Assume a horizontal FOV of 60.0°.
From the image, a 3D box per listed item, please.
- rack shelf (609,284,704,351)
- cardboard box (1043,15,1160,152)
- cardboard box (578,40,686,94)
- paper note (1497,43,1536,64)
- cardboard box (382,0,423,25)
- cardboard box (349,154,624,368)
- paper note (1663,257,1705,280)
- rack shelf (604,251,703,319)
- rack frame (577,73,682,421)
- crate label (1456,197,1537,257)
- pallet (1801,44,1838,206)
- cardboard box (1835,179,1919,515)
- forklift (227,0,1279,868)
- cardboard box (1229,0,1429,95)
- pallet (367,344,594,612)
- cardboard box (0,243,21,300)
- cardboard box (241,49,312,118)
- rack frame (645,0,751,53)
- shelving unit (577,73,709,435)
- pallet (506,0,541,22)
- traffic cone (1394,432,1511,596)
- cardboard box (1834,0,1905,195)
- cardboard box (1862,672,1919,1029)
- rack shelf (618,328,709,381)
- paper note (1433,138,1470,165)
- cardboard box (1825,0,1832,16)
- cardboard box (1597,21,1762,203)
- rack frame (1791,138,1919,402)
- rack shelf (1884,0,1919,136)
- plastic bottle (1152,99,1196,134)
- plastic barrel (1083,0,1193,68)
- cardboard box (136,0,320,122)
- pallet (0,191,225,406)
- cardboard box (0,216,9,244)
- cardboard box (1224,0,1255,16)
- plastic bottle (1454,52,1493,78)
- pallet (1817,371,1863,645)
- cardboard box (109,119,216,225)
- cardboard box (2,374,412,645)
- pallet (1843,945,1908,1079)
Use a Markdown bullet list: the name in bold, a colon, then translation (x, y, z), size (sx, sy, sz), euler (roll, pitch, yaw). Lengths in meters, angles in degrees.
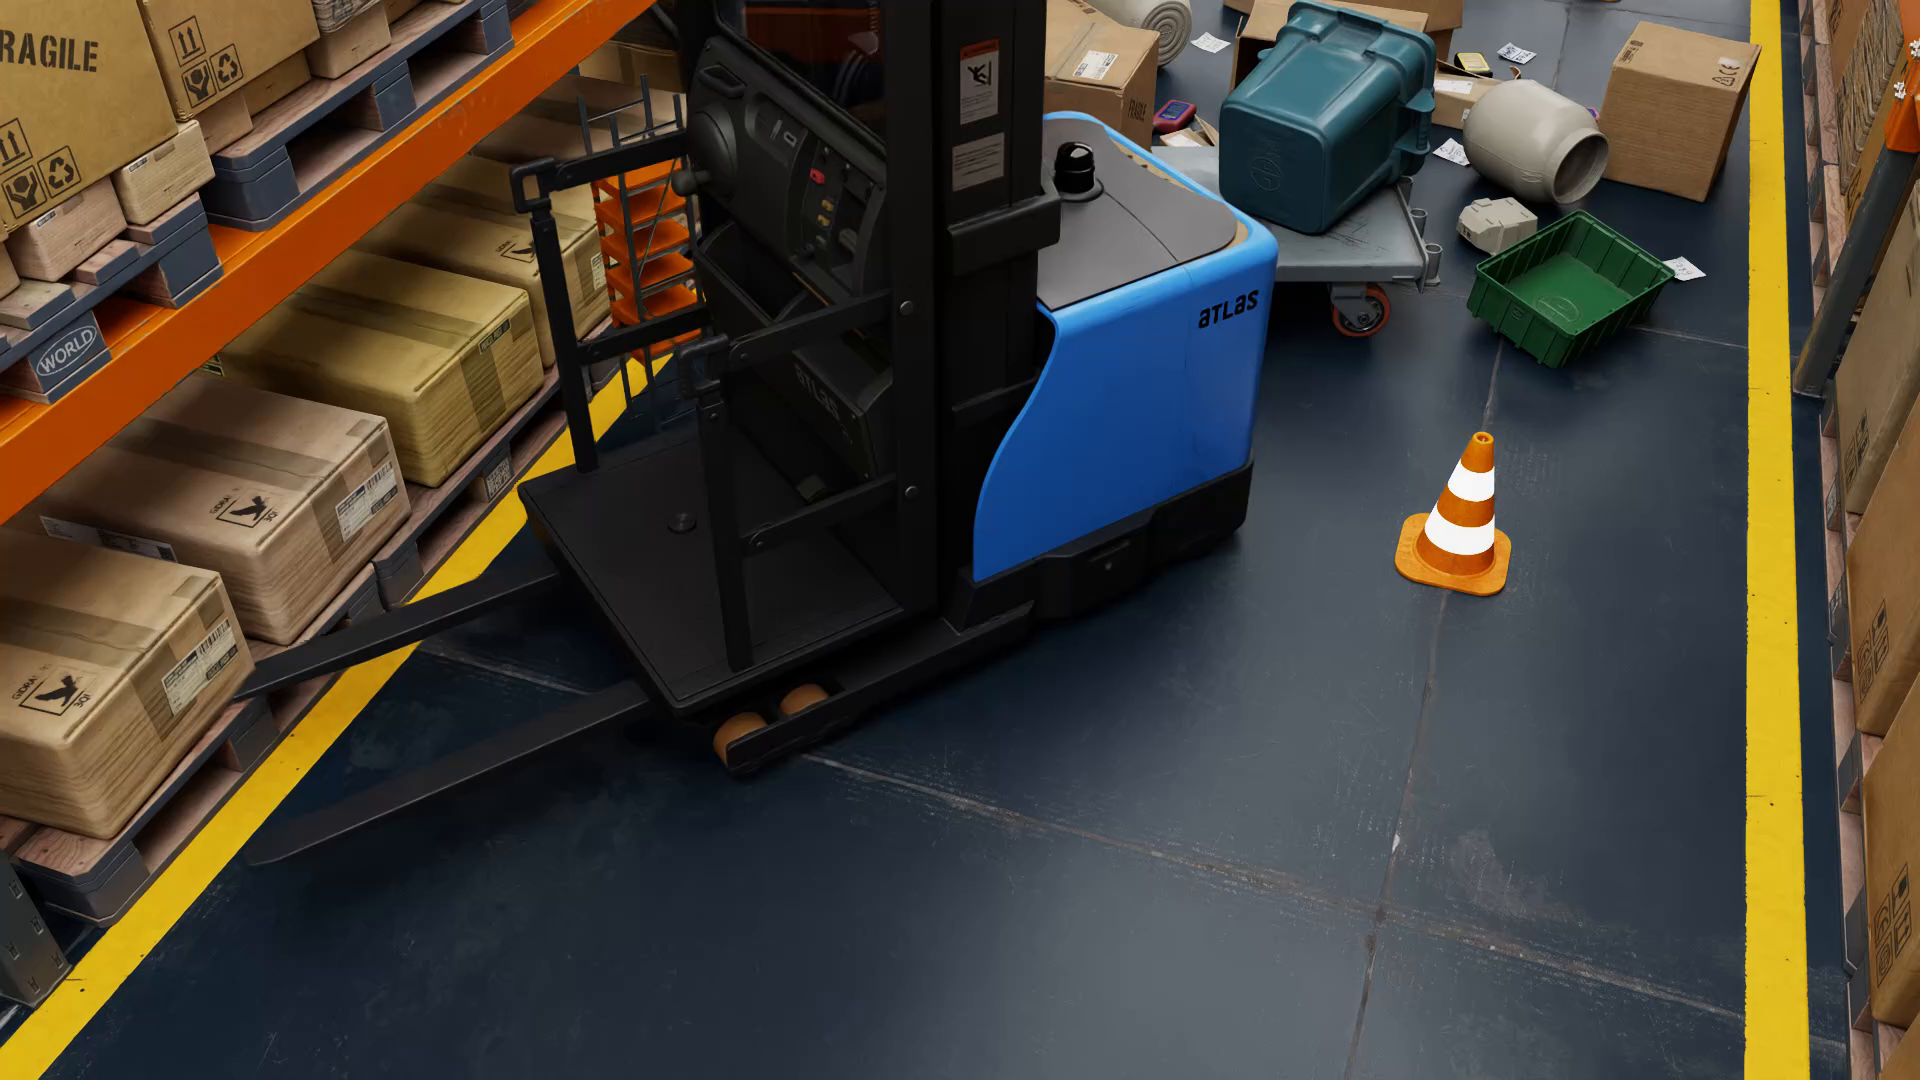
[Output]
- **rack shelf**: translation (-0.989, -0.746, 5.453), size (0.258, 0.103, 0.180), euler (-29, 48, -29)
- **cardboard box**: translation (0.413, -1.574, 6.126), size (0.500, 0.500, 0.500), euler (13, 42, 15)
- **cardboard box**: translation (-1.320, -2.148, 7.251), size (0.500, 0.250, 0.500), euler (15, 43, 17)
- **paper note**: translation (2.667, -2.332, 7.961), size (0.144, 0.017, 0.142), euler (29, 48, 29)
- **cardboard box**: translation (-1.735, -1.546, 4.621), size (0.380, 0.149, 0.250), euler (12, 42, 14)
- **cardboard box**: translation (-1.689, -1.014, 5.828), size (0.950, 0.372, 0.625), euler (16, 43, 18)
- **paper note**: translation (2.795, -1.058, 6.467), size (0.147, 0.020, 0.142), euler (-13, 42, -15)
- **rack shelf**: translation (-0.989, -0.837, 5.375), size (0.258, 0.103, 0.180), euler (-29, 48, -29)
- **rack frame**: translation (-1.048, -0.916, 5.399), size (0.240, 1.200, 0.006), euler (-29, 48, -29)
- **crate label**: translation (2.139, -1.251, 6.611), size (0.298, 0.136, 0.250), euler (-13, 42, -15)
- **pallet**: translation (4.166, -1.709, 7.090), size (1.003, 0.211, 1.213), euler (13, 42, 15)
- **cardboard box**: translation (3.289, -0.482, 4.914), size (1.050, 0.750, 0.750), euler (13, 42, 15)
- **forklift**: translation (-0.614, -0.877, 4.020), size (3.031, 2.935, 1.130), euler (-23, 45, -24)
- **cardboard box**: translation (1.565, -1.950, 7.043), size (0.797, 0.637, 0.503), euler (13, 42, 15)
- **pallet**: translation (-1.950, -0.331, 5.475), size (1.003, 0.211, 1.213), euler (13, 42, 15)
- **cardboard box**: translation (-2.223, -0.560, 3.465), size (0.380, 0.149, 0.250), euler (11, 42, 12)
- **cardboard box**: translation (-1.904, -1.225, 4.245), size (0.380, 0.149, 0.250), euler (15, 43, 17)
- **rack frame**: translation (-1.270, -2.614, 6.002), size (1.000, 3.000, 0.127), euler (13, 42, 15)
- **shelving unit**: translation (-0.989, -0.871, 5.346), size (0.258, 1.200, 0.189), euler (-29, 48, -29)
- **pallet**: translation (-1.668, -2.107, 5.556), size (1.003, 0.211, 1.213), euler (13, 42, 15)
- **traffic cone**: translation (1.539, -0.129, 5.044), size (0.336, 0.463, 0.334), euler (13, 42, 15)
- **cardboard box**: translation (4.002, -1.847, 6.417), size (0.875, 0.875, 0.875), euler (14, 42, 15)
- **cardboard box**: translation (2.637, 0.674, 3.559), size (1.050, 0.750, 0.750), euler (14, 42, 16)
- **rack shelf**: translation (-0.989, -0.654, 5.531), size (0.258, 0.103, 0.180), euler (-29, 48, -29)
- **paper note**: translation (2.161, -1.679, 7.200), size (0.172, 0.023, 0.155), euler (29, 48, 29)
- **cardboard box**: translation (4.614, -2.939, 7.698), size (0.875, 0.875, 0.875), euler (14, 42, 15)
- **cardboard box**: translation (2.983, -1.801, 6.974), size (0.500, 0.500, 0.500), euler (21, 45, 22)
- **rack frame**: translation (3.416, -1.577, 4.787), size (1.000, 3.000, 0.127), euler (13, 42, 15)
- **rack shelf**: translation (4.100, -2.523, 6.450), size (1.077, 0.370, 4.000), euler (13, 42, 15)
- **plastic bottle**: translation (0.934, -1.867, 7.391), size (0.133, 0.061, 0.283), euler (21, 45, 22)
- **plastic barrel**: translation (0.814, -2.477, 7.828), size (0.421, 0.421, 0.512), euler (-21, 45, -22)
- **cardboard box**: translation (-1.919, -1.353, 3.895), size (0.500, 0.500, 0.500), euler (14, 42, 16)
- **pallet**: translation (-2.494, -0.559, 3.742), size (1.213, 0.211, 1.003), euler (13, 42, 15)
- **cardboard box**: translation (-2.266, -0.708, 3.139), size (0.500, 0.500, 0.500), euler (12, 42, 14)
- **cardboard box**: translation (1.548, -2.721, 8.325), size (0.250, 0.149, 0.380), euler (-29, 48, -29)
- **plastic bottle**: translation (2.408, -2.193, 7.773), size (0.133, 0.061, 0.283), euler (0, 40, 0)
- **pallet**: translation (3.223, -0.028, 5.121), size (1.003, 0.211, 1.213), euler (13, 42, 15)
- **cardboard box**: translation (-1.973, -0.880, 3.840), size (0.380, 0.149, 0.250), euler (14, 42, 15)
- **cardboard box**: translation (-2.190, -0.128, 4.790), size (0.950, 0.372, 0.625), euler (13, 42, 14)
- **pallet**: translation (2.389, 1.460, 3.376), size (1.003, 0.211, 1.213), euler (13, 42, 15)
